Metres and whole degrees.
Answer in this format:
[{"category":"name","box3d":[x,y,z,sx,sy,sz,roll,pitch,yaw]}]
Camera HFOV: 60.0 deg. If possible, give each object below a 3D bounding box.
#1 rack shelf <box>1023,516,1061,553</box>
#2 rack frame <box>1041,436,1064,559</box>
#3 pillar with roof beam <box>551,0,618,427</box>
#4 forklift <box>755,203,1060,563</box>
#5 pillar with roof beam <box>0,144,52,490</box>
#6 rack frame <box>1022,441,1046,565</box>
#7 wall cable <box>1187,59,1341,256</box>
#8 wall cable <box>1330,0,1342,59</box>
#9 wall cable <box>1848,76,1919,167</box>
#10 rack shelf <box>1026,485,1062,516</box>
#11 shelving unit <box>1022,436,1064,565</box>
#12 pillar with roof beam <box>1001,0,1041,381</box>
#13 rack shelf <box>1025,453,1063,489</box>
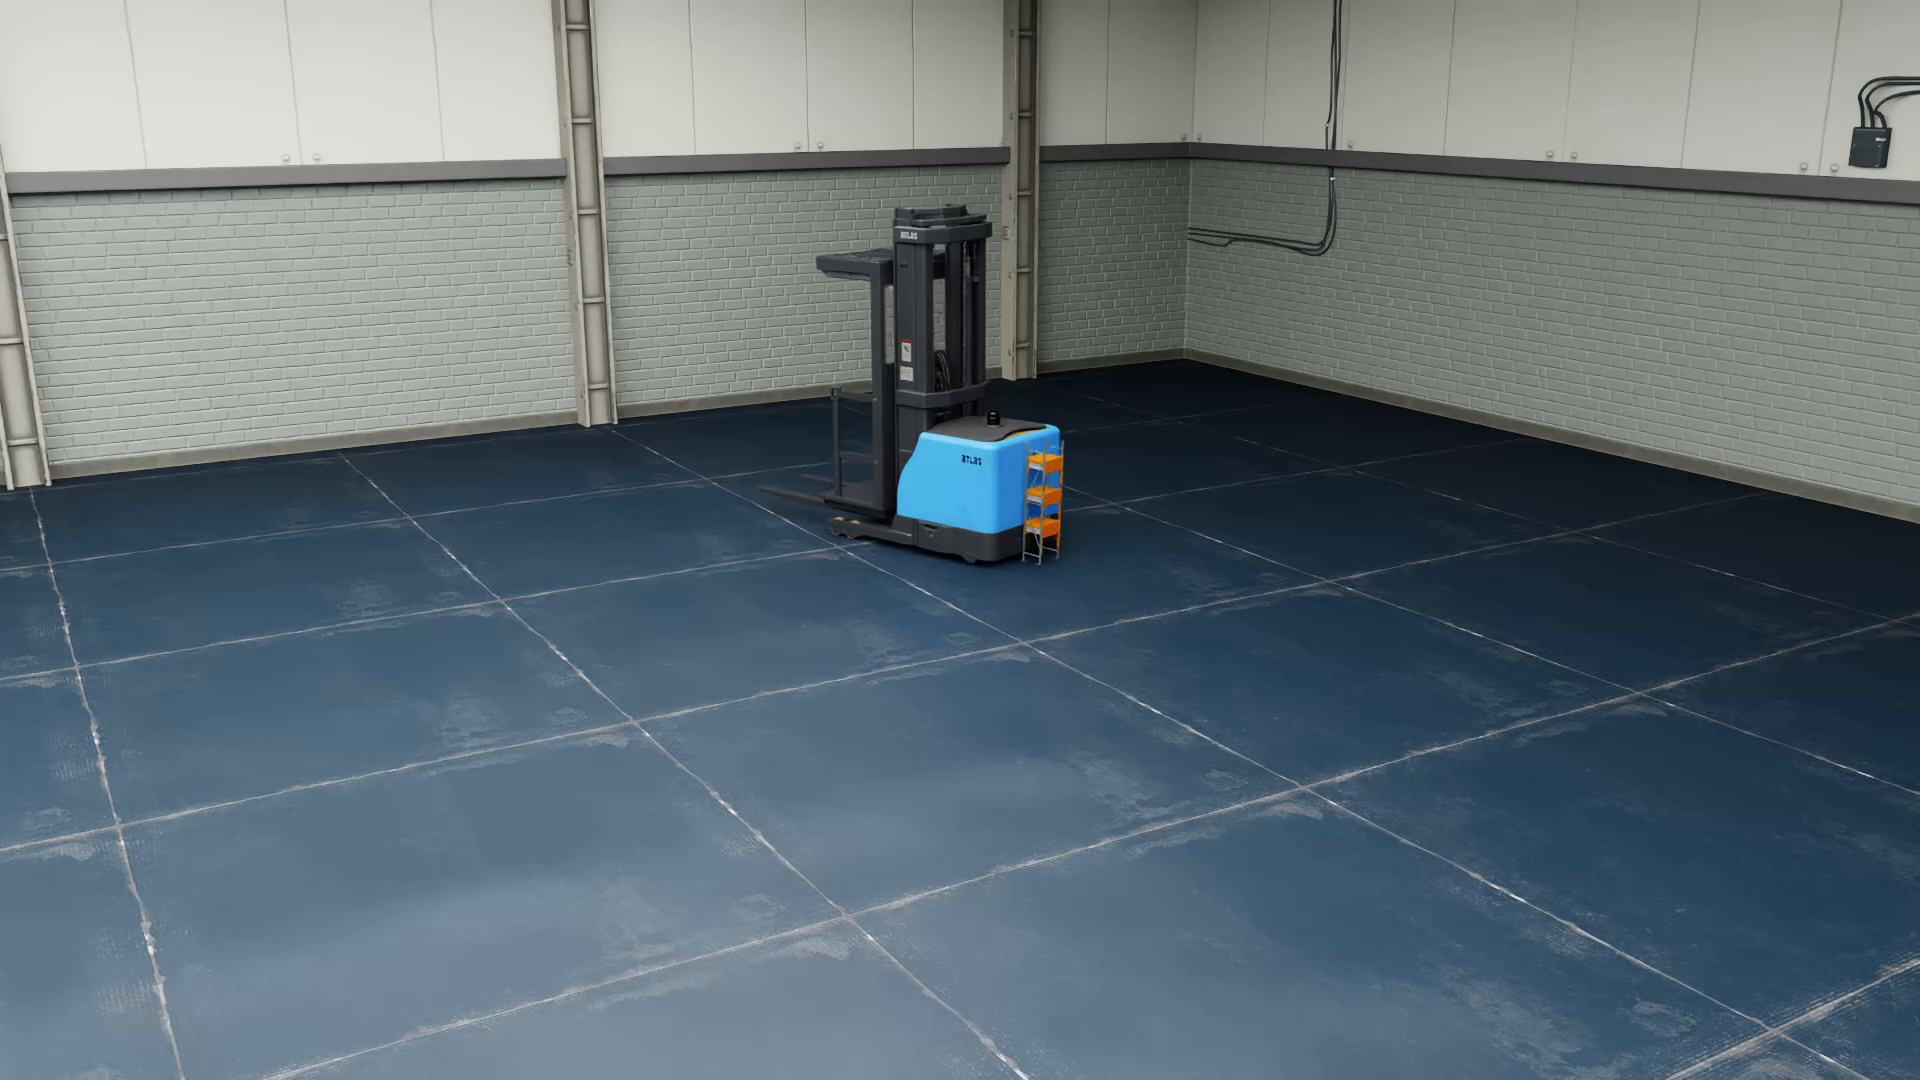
[{"category":"rack shelf","box3d":[0.698,-0.057,14.221,0.215,0.259,0.240,16,22,39]},{"category":"rack frame","box3d":[0.786,-0.357,14.224,0.200,1.050,0.008,16,22,39]},{"category":"pillar with roof beam","box3d":[-2.118,-4.737,15.138,0.400,9.000,9.100,-9,18,-30]},{"category":"forklift","box3d":[-0.579,-1.518,14.896,3.031,2.935,1.130,12,20,37]},{"category":"pillar with roof beam","box3d":[-7.261,-3.903,12.163,0.400,9.000,9.100,-9,18,-30]},{"category":"rack frame","box3d":[0.625,-0.308,14.049,0.200,1.050,0.008,16,22,39]},{"category":"wall cable","box3d":[4.014,-5.176,22.455,0.112,2.526,3.097,-9,18,-30]},{"category":"wall cable","box3d":[5.408,-6.982,19.541,0.112,2.526,3.097,-9,18,-30]},{"category":"wall cable","box3d":[8.890,-6.110,13.734,0.169,6.003,2.305,-9,18,-30]},{"category":"rack shelf","box3d":[0.705,-0.322,14.140,0.215,0.259,0.240,16,22,39]},{"category":"shelving unit","box3d":[0.706,-0.332,14.137,0.215,1.050,0.252,16,22,39]},{"category":"pillar with roof beam","box3d":[3.025,-5.572,18.114,0.400,9.000,9.100,-9,18,-30]},{"category":"rack shelf","box3d":[0.713,-0.594,14.057,0.215,0.259,0.240,16,22,39]}]
